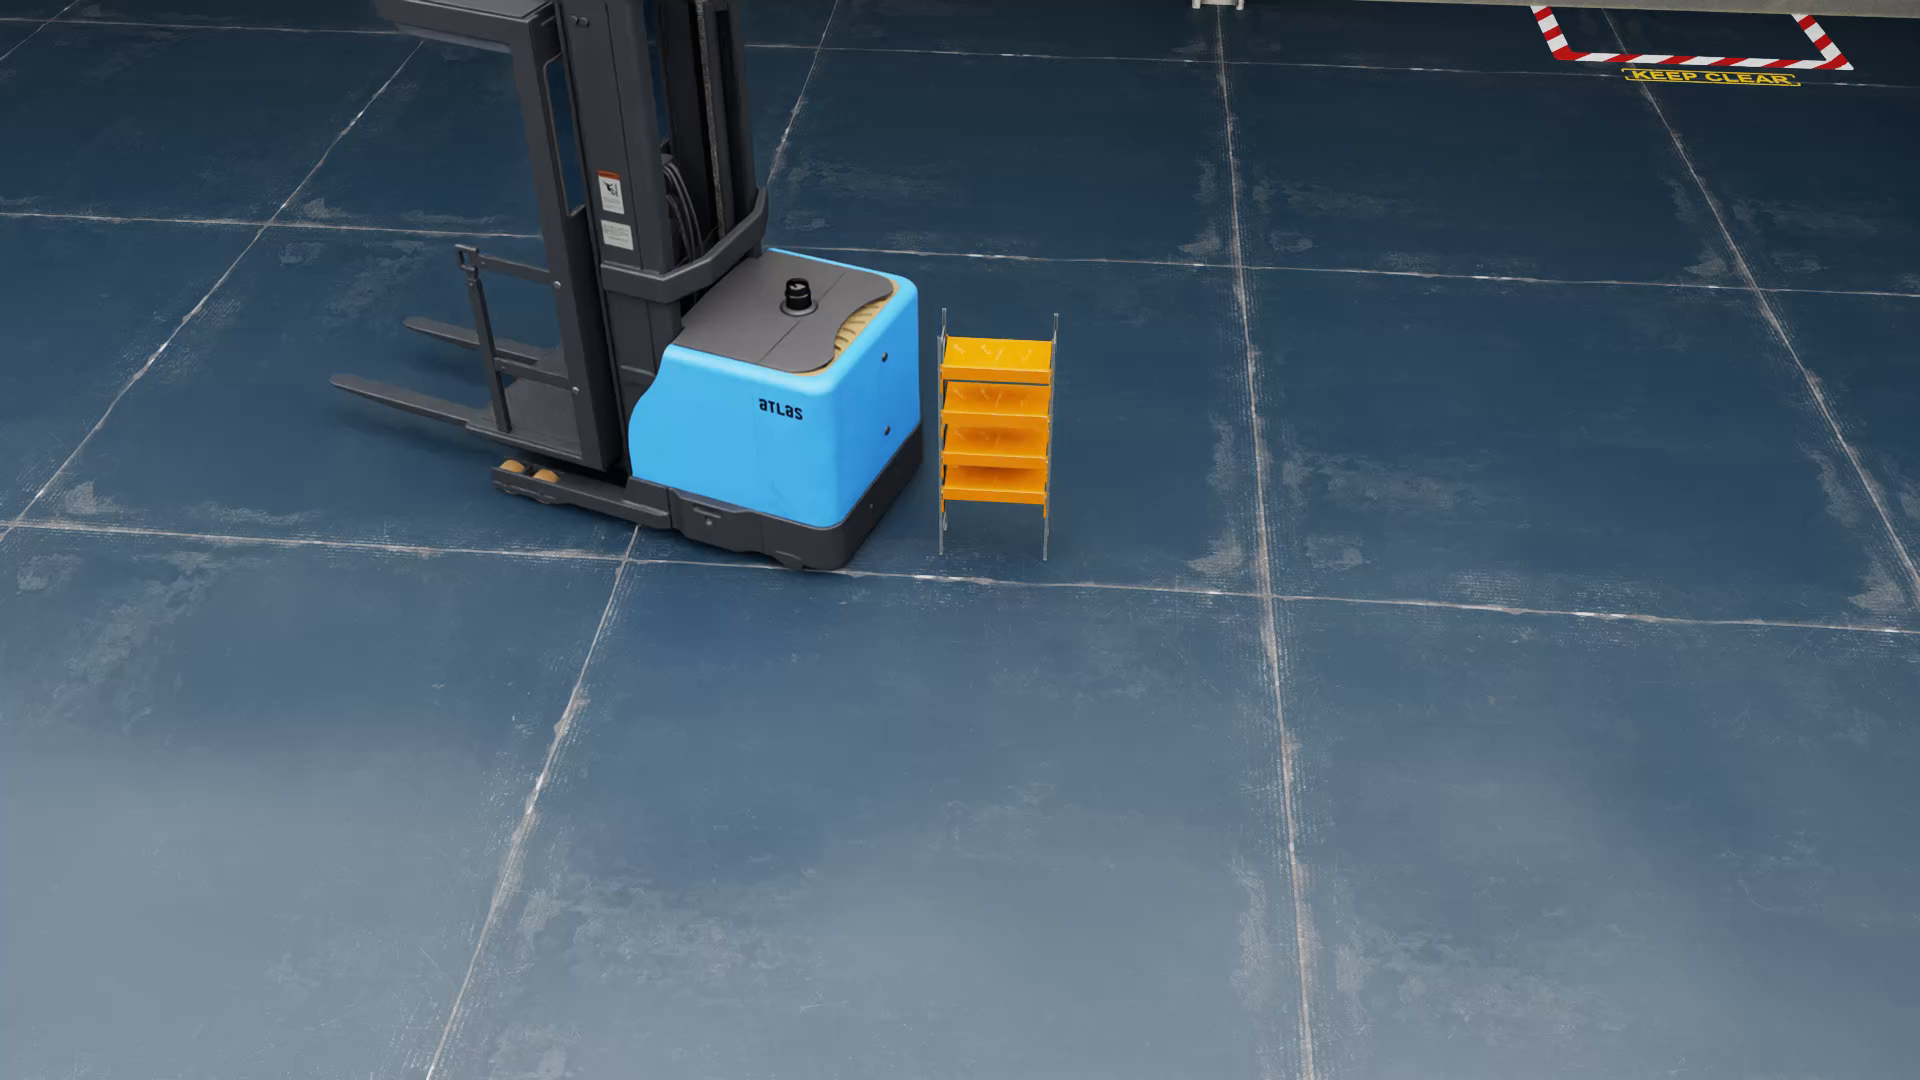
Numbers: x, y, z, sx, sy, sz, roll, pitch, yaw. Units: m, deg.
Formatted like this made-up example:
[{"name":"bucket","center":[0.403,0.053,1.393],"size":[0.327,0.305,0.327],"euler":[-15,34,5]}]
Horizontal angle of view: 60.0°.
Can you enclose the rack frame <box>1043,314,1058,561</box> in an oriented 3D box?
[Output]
[{"name":"rack frame","center":[0.408,-0.443,7.514],"size":[0.015,1.200,0.240],"euler":[3,39,4]}]

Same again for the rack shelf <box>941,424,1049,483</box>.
[{"name":"rack shelf","center":[0.165,-0.404,7.573],"size":[0.480,0.148,0.258],"euler":[3,39,4]}]

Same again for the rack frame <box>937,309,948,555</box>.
[{"name":"rack frame","center":[-0.078,-0.470,7.547],"size":[0.015,1.200,0.240],"euler":[3,39,4]}]

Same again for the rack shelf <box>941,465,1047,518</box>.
[{"name":"rack shelf","center":[0.165,-0.250,7.698],"size":[0.480,0.148,0.258],"euler":[3,39,4]}]

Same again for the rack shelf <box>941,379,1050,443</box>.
[{"name":"rack shelf","center":[0.165,-0.578,7.432],"size":[0.480,0.148,0.258],"euler":[3,39,4]}]

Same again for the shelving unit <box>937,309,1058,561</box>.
[{"name":"shelving unit","center":[0.165,-0.456,7.531],"size":[0.503,1.200,0.258],"euler":[3,39,4]}]

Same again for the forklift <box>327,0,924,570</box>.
[{"name":"forklift","center":[-1.747,-1.604,7.569],"size":[3.031,2.935,1.130],"euler":[15,42,18]}]

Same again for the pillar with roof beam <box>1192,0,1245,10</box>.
[{"name":"pillar with roof beam","center":[1.665,-5.045,6.990],"size":[0.400,9.000,9.100],"euler":[3,39,4]}]

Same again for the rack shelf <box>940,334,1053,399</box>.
[{"name":"rack shelf","center":[0.165,-0.761,7.283],"size":[0.480,0.148,0.258],"euler":[3,39,4]}]
